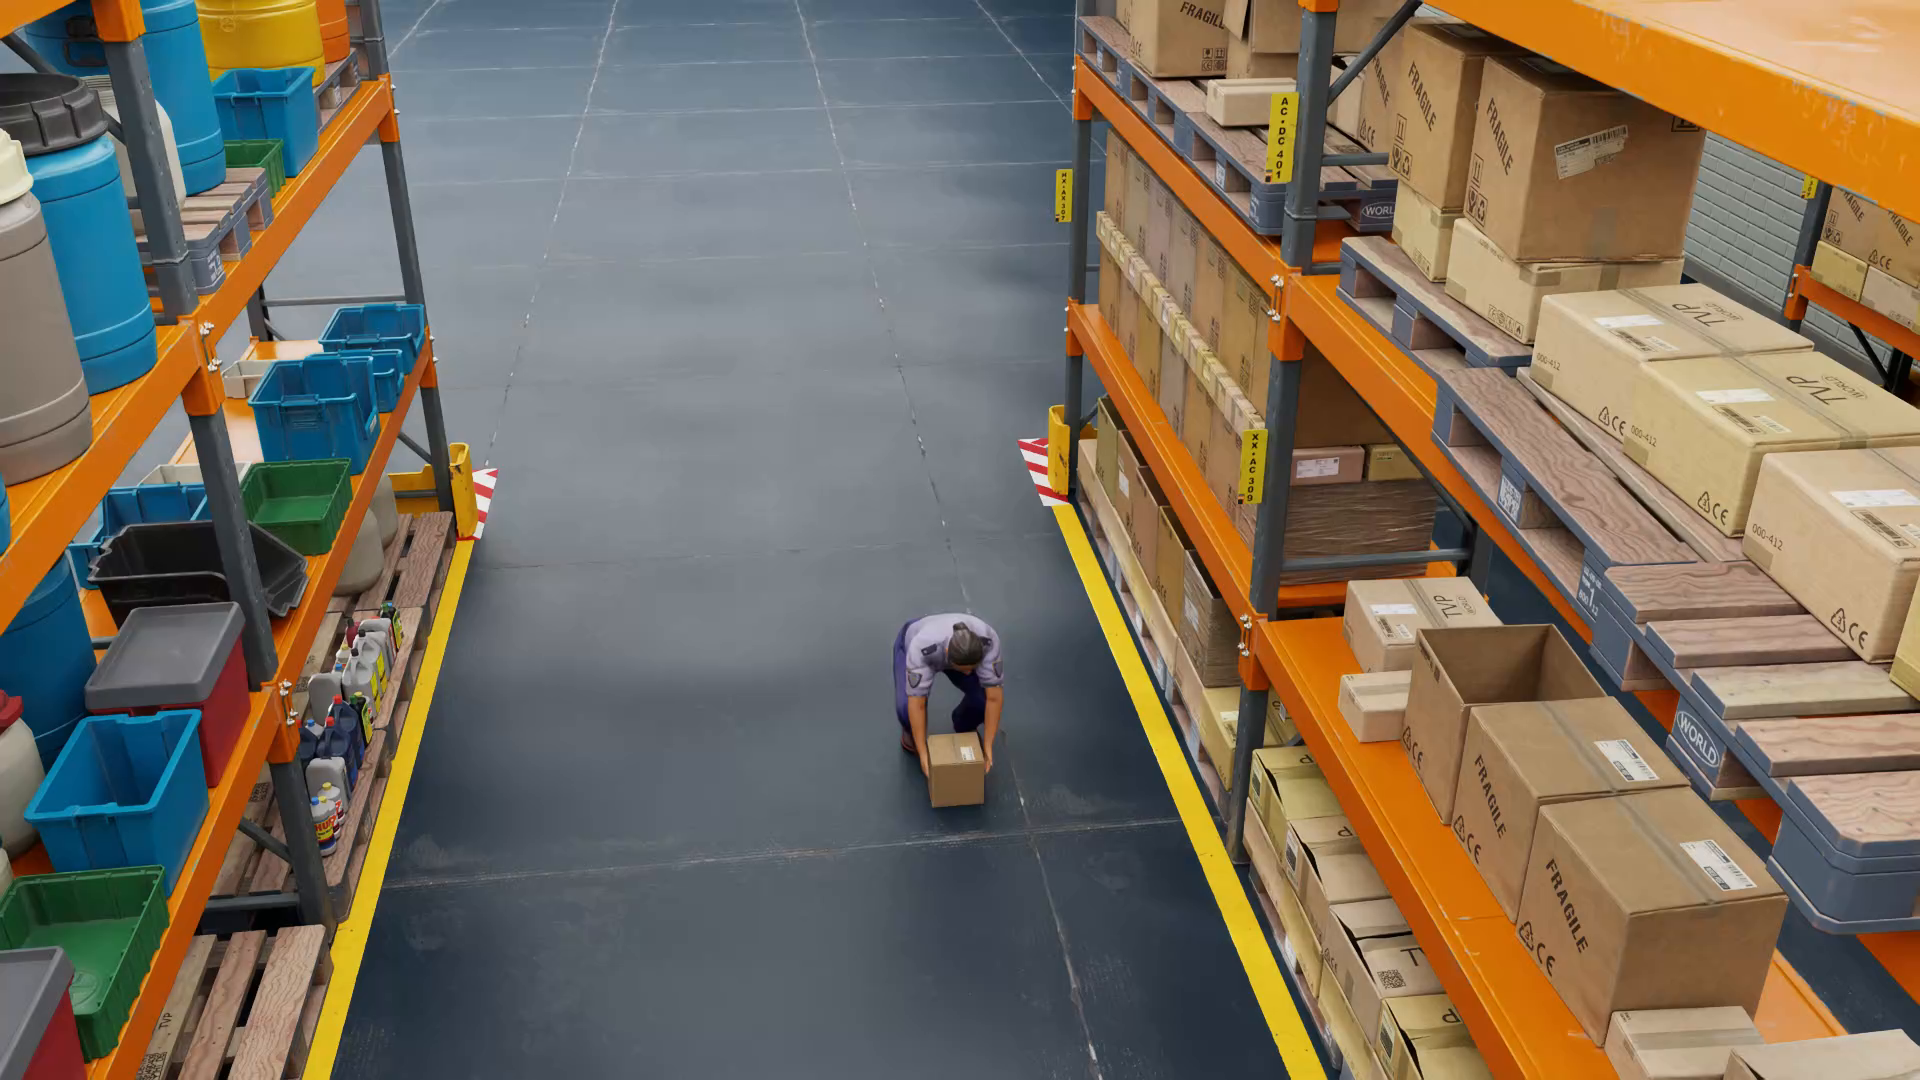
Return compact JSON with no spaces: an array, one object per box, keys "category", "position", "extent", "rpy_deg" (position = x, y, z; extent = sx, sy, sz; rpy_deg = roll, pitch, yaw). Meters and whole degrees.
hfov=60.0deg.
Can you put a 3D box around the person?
[{"category":"person","position":[-0.073,0.666,8.115],"extent":[0.490,0.944,0.907],"rpy_deg":[-5,28,-9]}]
